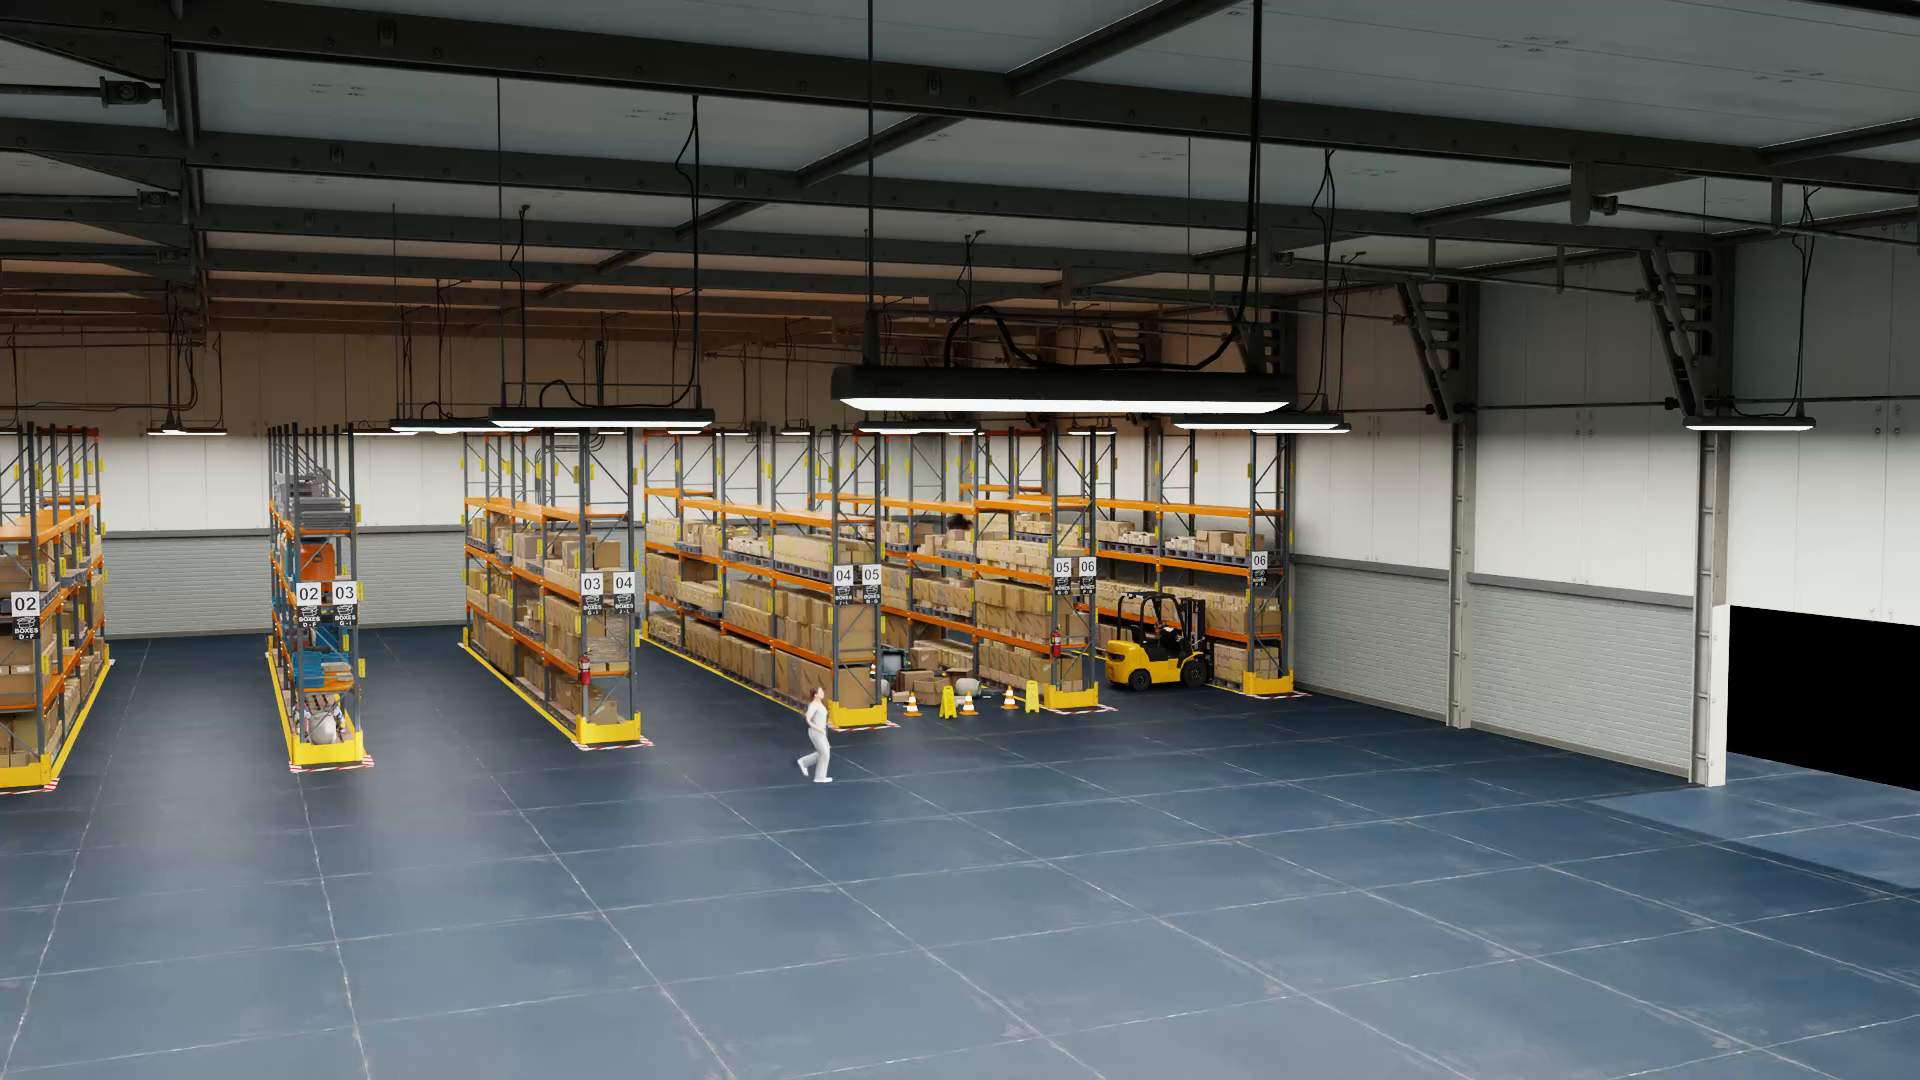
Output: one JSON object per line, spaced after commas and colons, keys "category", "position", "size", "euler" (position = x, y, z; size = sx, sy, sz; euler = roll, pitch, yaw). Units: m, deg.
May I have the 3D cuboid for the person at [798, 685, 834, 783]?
{"category": "person", "position": [-2.415, 3.219, 27.607], "size": [0.621, 1.626, 0.555], "euler": [1, 4, 9]}

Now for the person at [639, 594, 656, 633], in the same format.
{"category": "person", "position": [-9.083, 1.861, 48.988], "size": [0.914, 1.787, 0.712], "euler": [-2, 4, -35]}
